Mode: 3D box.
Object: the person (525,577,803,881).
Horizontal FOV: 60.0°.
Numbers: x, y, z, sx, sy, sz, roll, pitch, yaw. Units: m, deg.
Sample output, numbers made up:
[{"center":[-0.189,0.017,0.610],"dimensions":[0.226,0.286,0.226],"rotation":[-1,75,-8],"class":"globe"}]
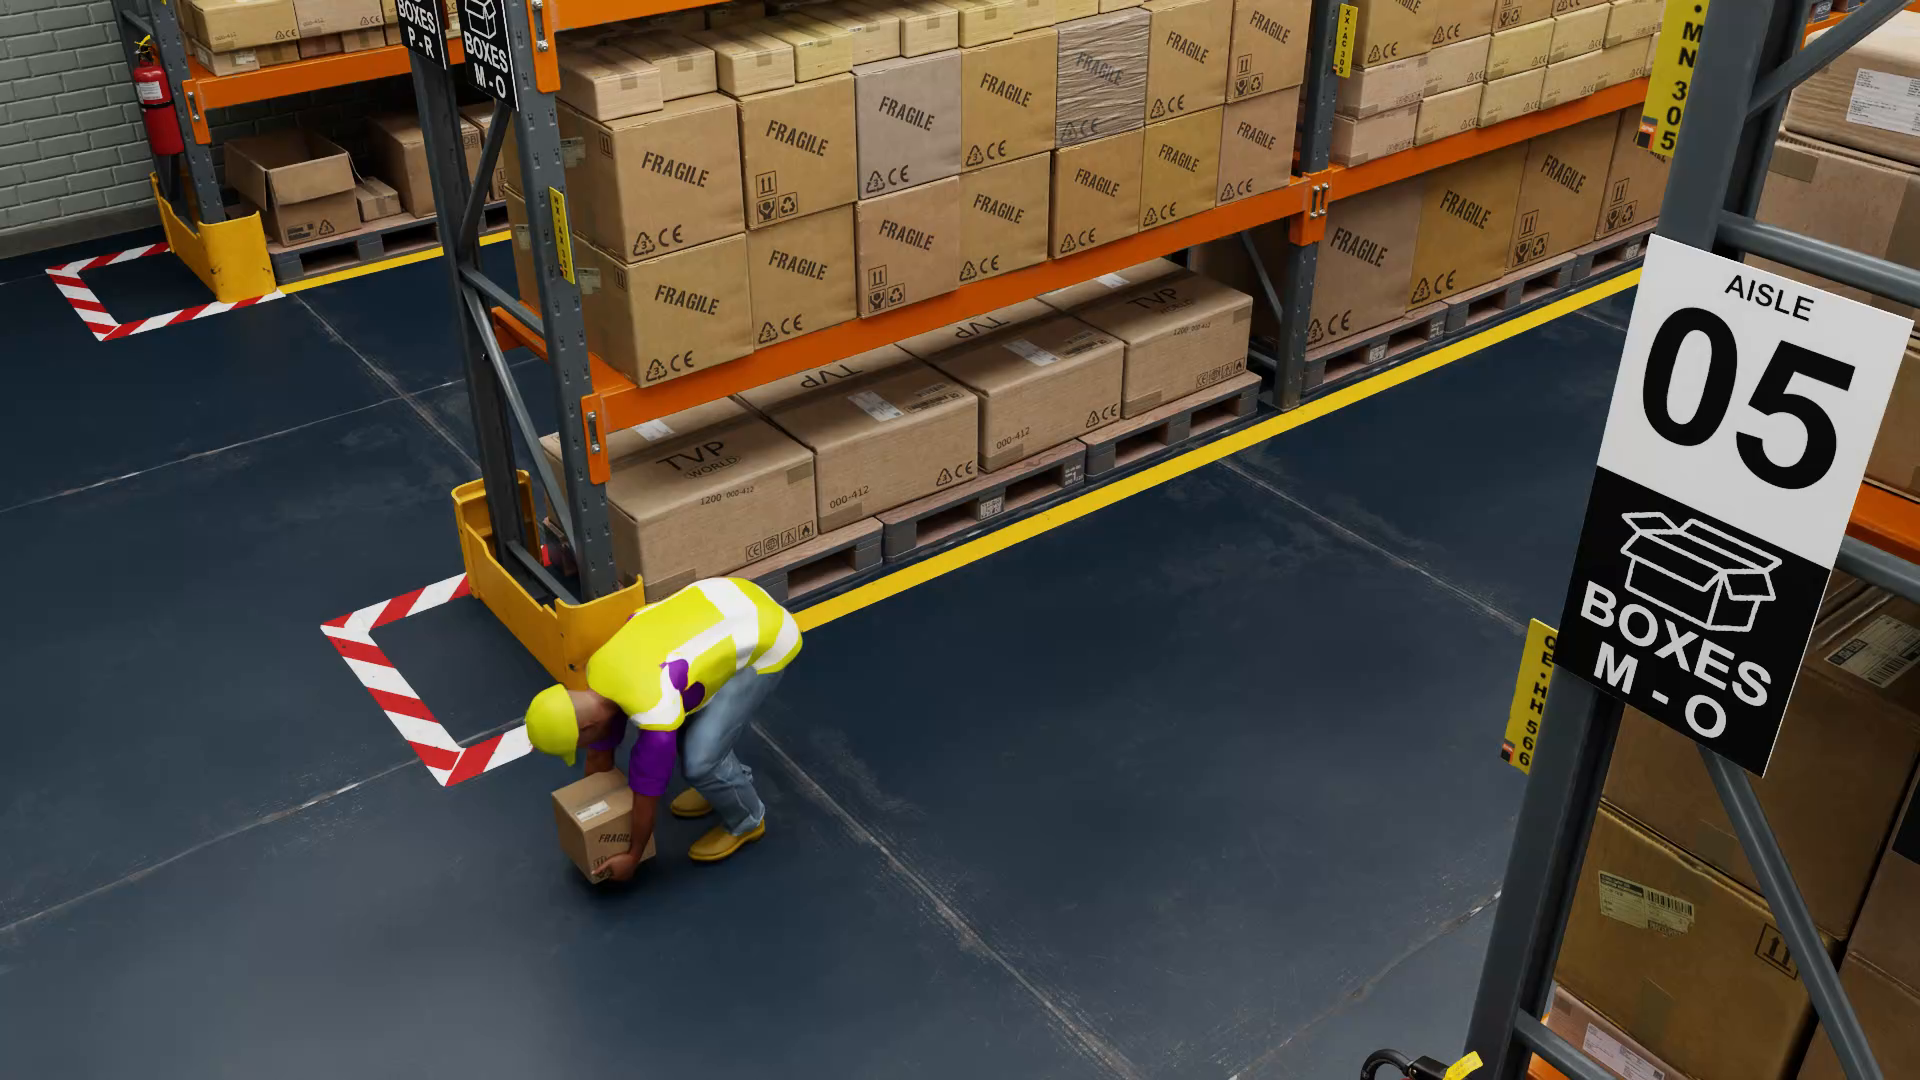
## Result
[{"center":[-1.005,0.674,5.761],"dimensions":[0.974,0.993,0.503],"rotation":[-20,37,-29],"class":"person"}]
